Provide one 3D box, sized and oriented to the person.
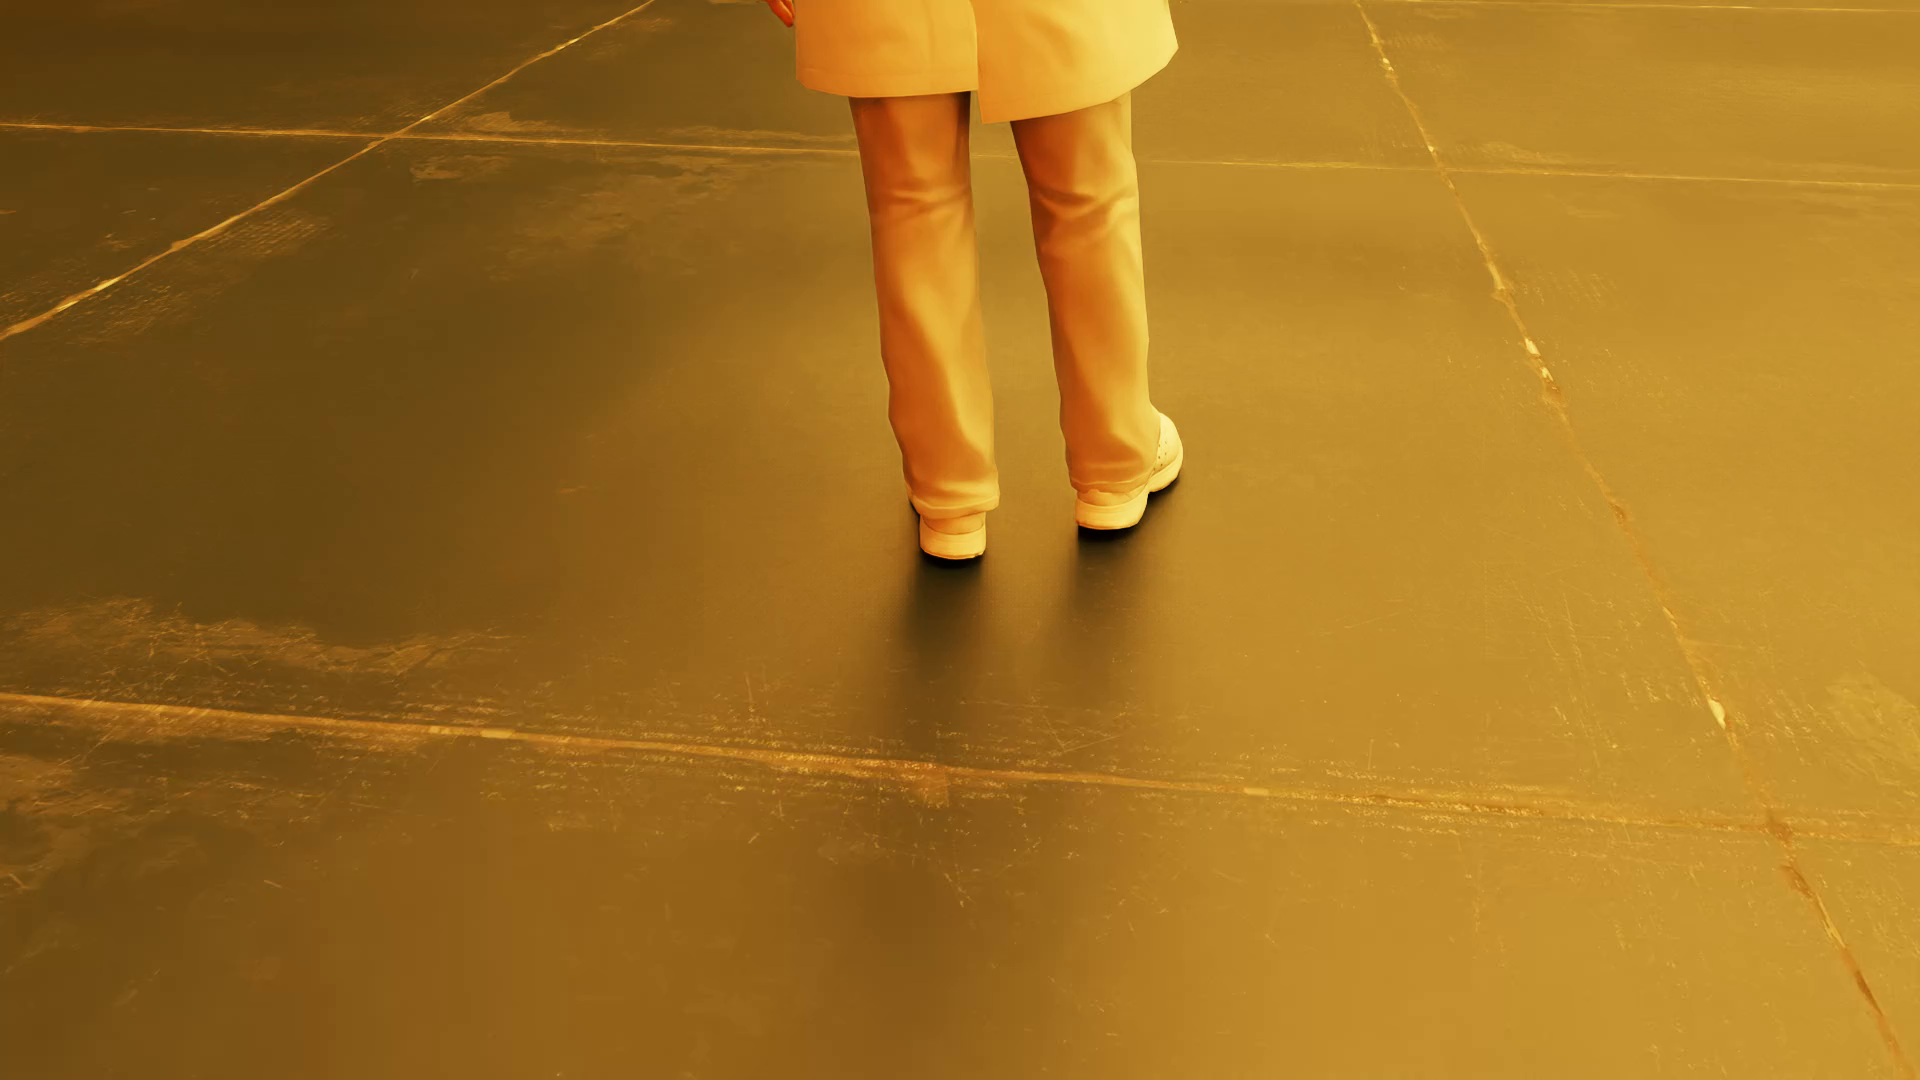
[{"bbox_3d":[0.016,-0.843,2.181,0.698,1.778,0.578,3,27,7],"label":"person"}]
